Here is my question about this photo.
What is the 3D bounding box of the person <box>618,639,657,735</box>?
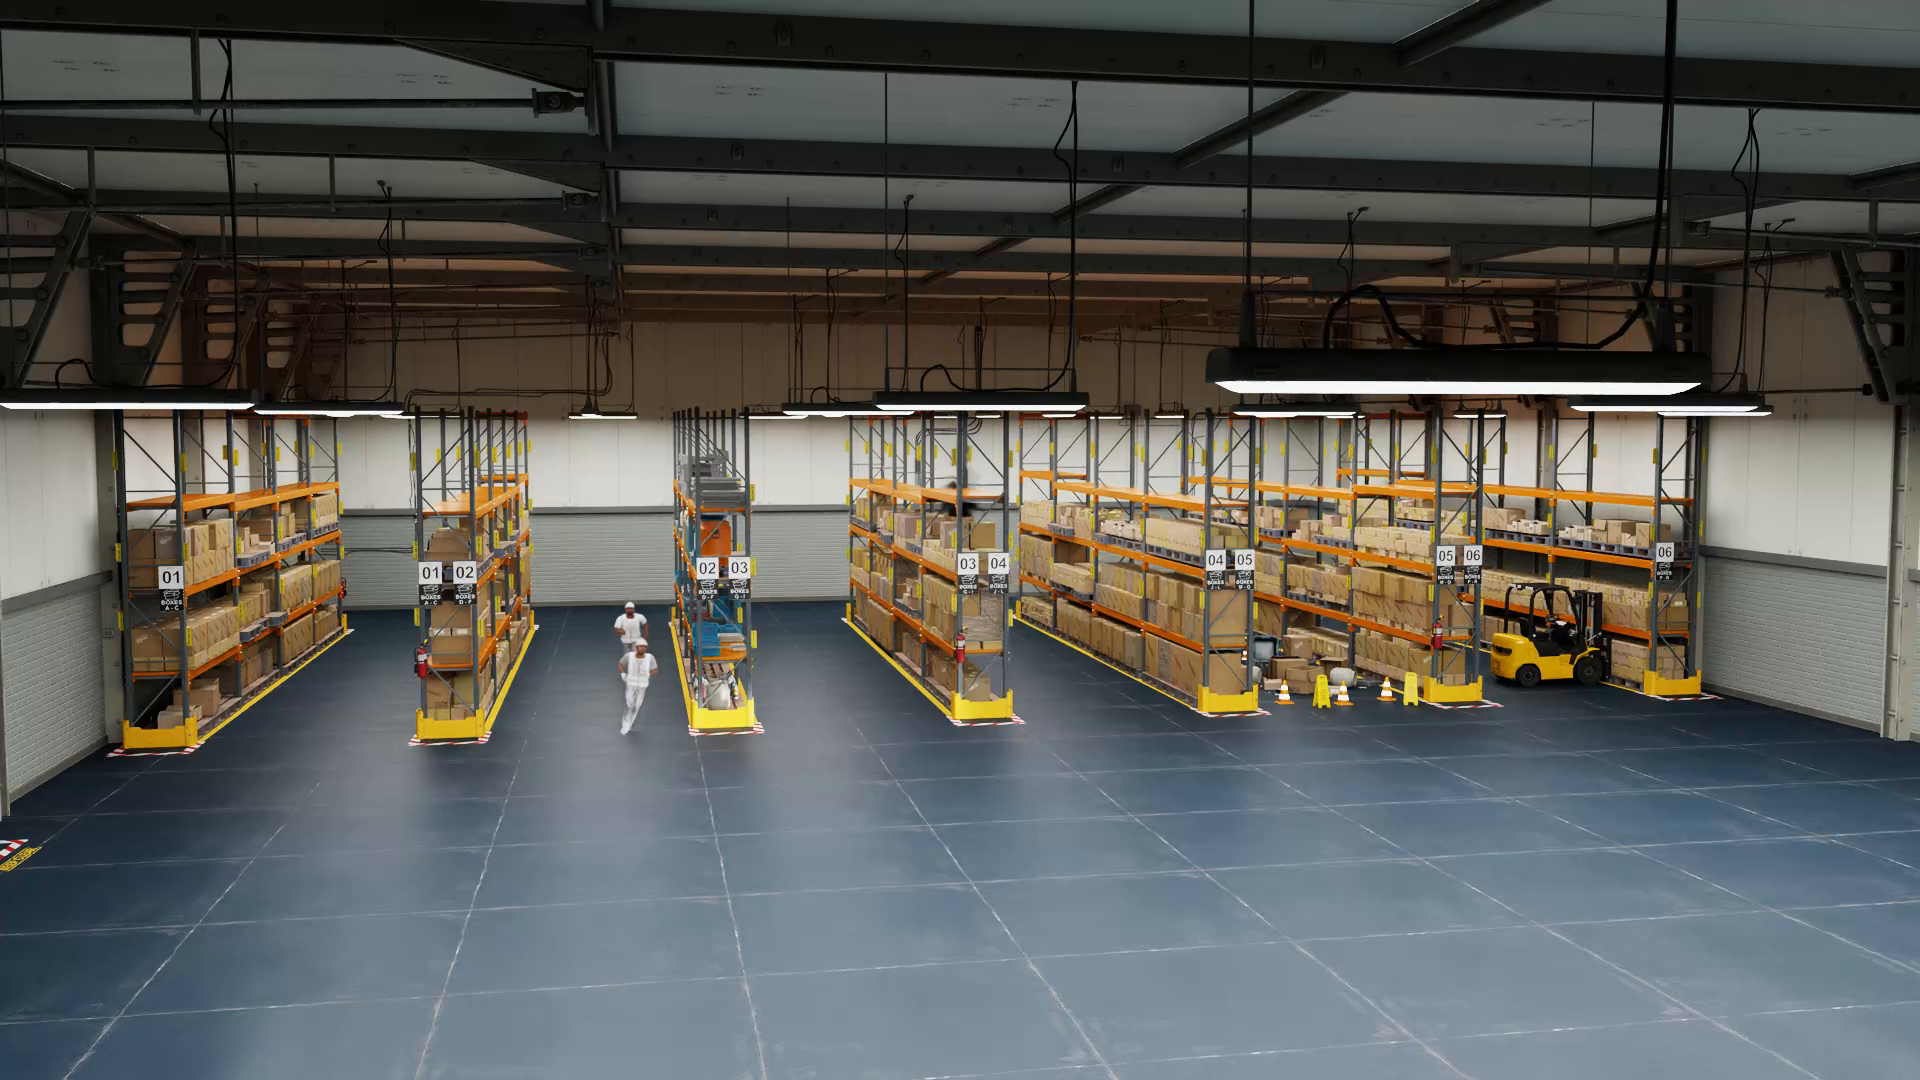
[{"bbox_3d":[-5.944,2.692,30.676,0.705,1.764,0.676,-2,4,-21],"label":"person"}]

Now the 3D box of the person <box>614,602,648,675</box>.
[{"bbox_3d":[-7.195,2.270,36.381,0.724,1.848,0.757,-1,4,-10],"label":"person"}]

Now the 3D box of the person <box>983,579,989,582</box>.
[{"bbox_3d":[0.931,1.581,46.245,0.733,1.750,0.702,0,4,-6],"label":"person"}]
